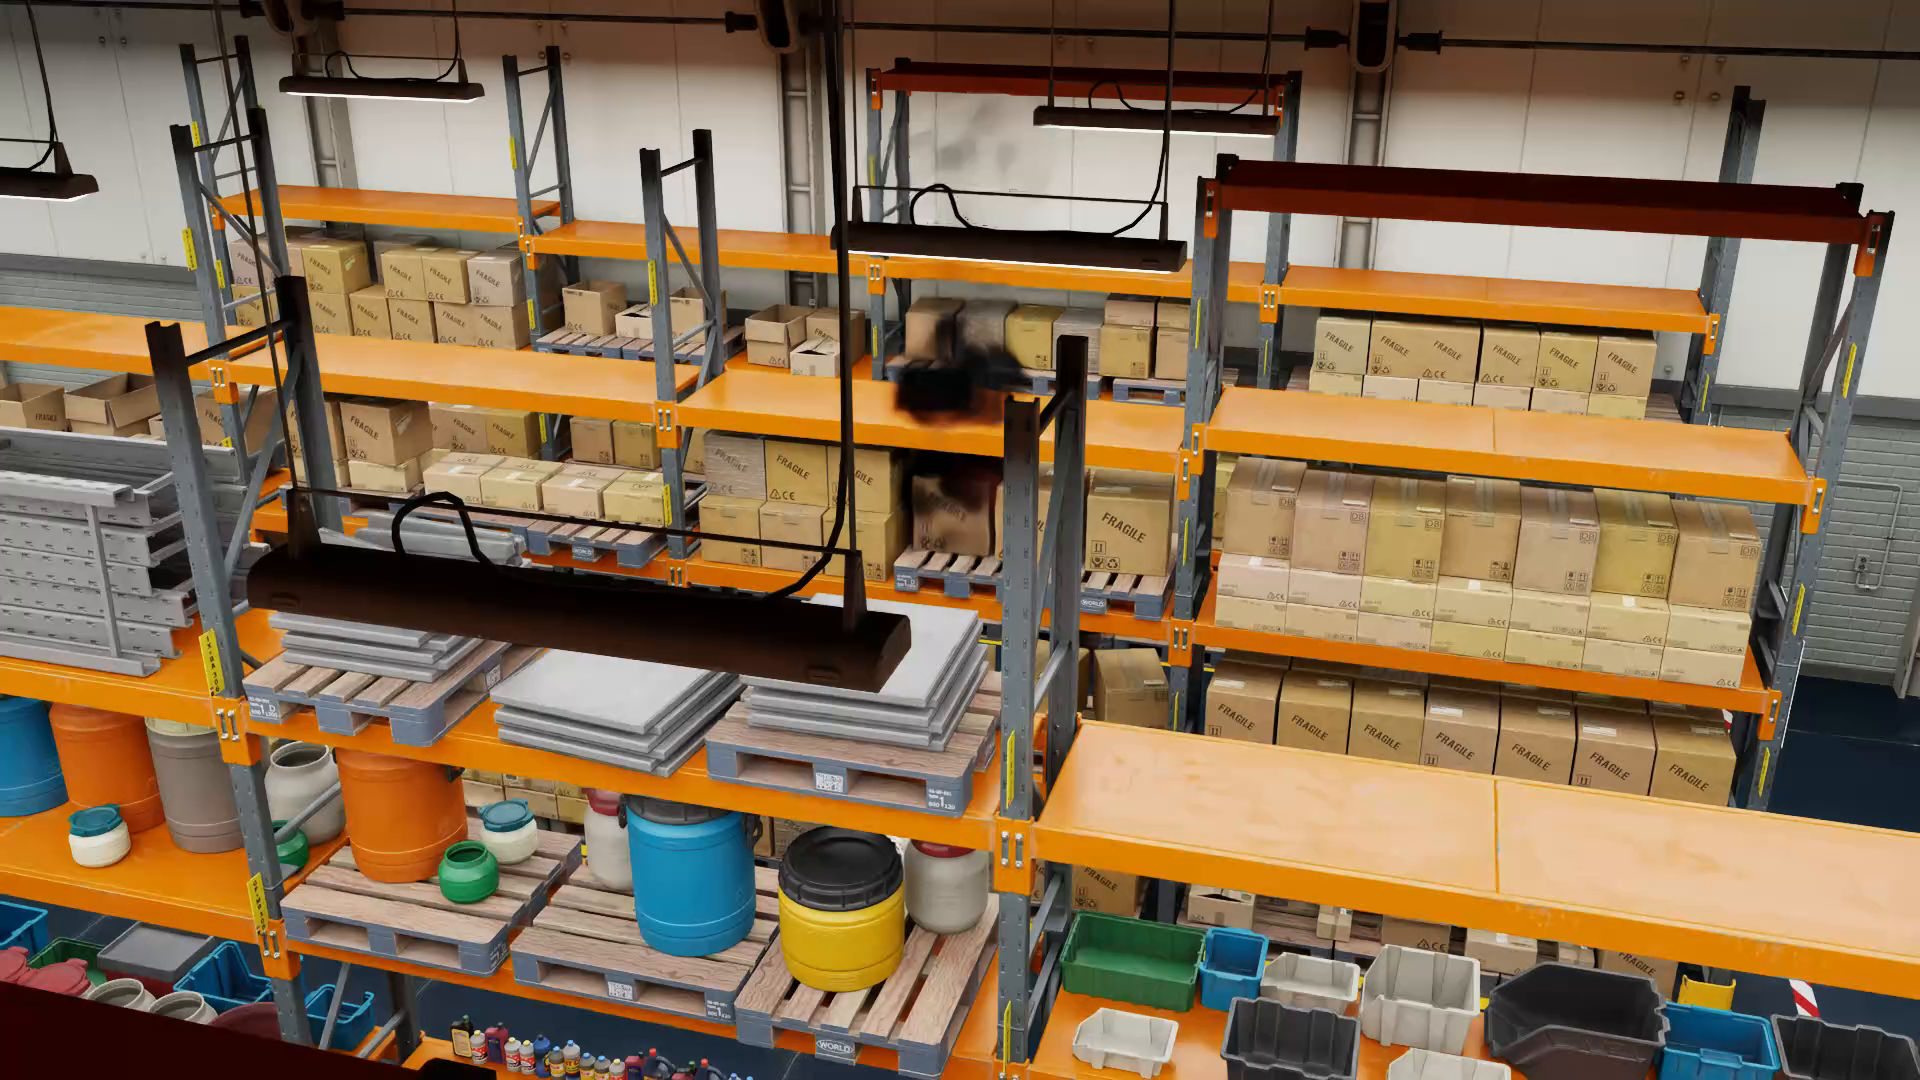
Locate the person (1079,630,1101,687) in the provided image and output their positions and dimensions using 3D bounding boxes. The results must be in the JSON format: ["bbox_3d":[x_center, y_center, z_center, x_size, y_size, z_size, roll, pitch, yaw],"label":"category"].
[{"bbox_3d":[1.183,0.876,15.694,0.788,1.768,0.662,5,23,13],"label":"person"}]

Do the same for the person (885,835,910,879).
[{"bbox_3d":[-0.491,2.526,11.676,0.837,1.723,0.570,4,23,10],"label":"person"}]
